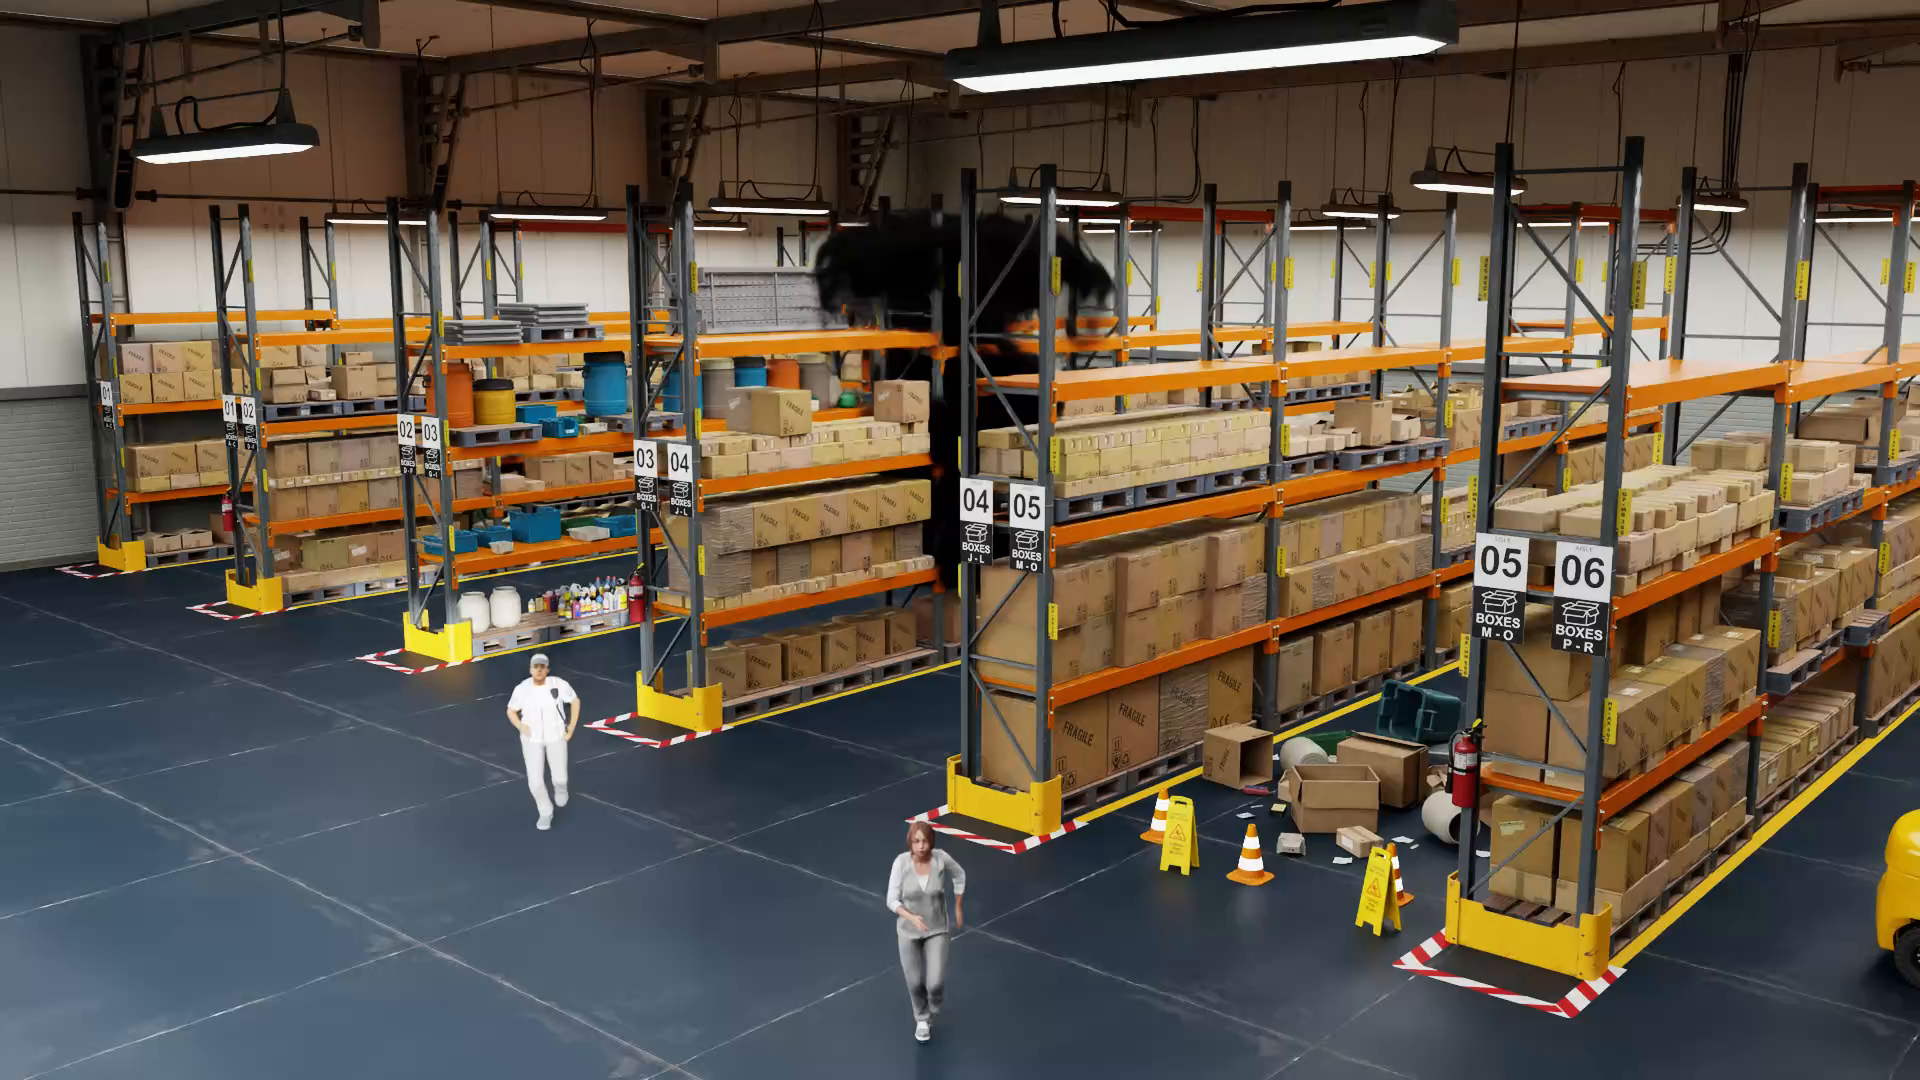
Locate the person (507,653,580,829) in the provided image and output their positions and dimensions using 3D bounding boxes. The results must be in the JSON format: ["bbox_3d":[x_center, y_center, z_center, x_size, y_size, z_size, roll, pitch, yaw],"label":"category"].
[{"bbox_3d":[-3.832,1.849,15.336,0.662,1.631,0.497,-2,10,-13],"label":"person"}]

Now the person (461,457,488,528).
[{"bbox_3d":[-8.754,-0.708,30.101,0.630,1.843,0.736,8,12,38],"label":"person"}]

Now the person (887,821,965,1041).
[{"bbox_3d":[-0.224,2.599,10.957,0.514,1.563,0.602,0,9,1],"label":"person"}]
